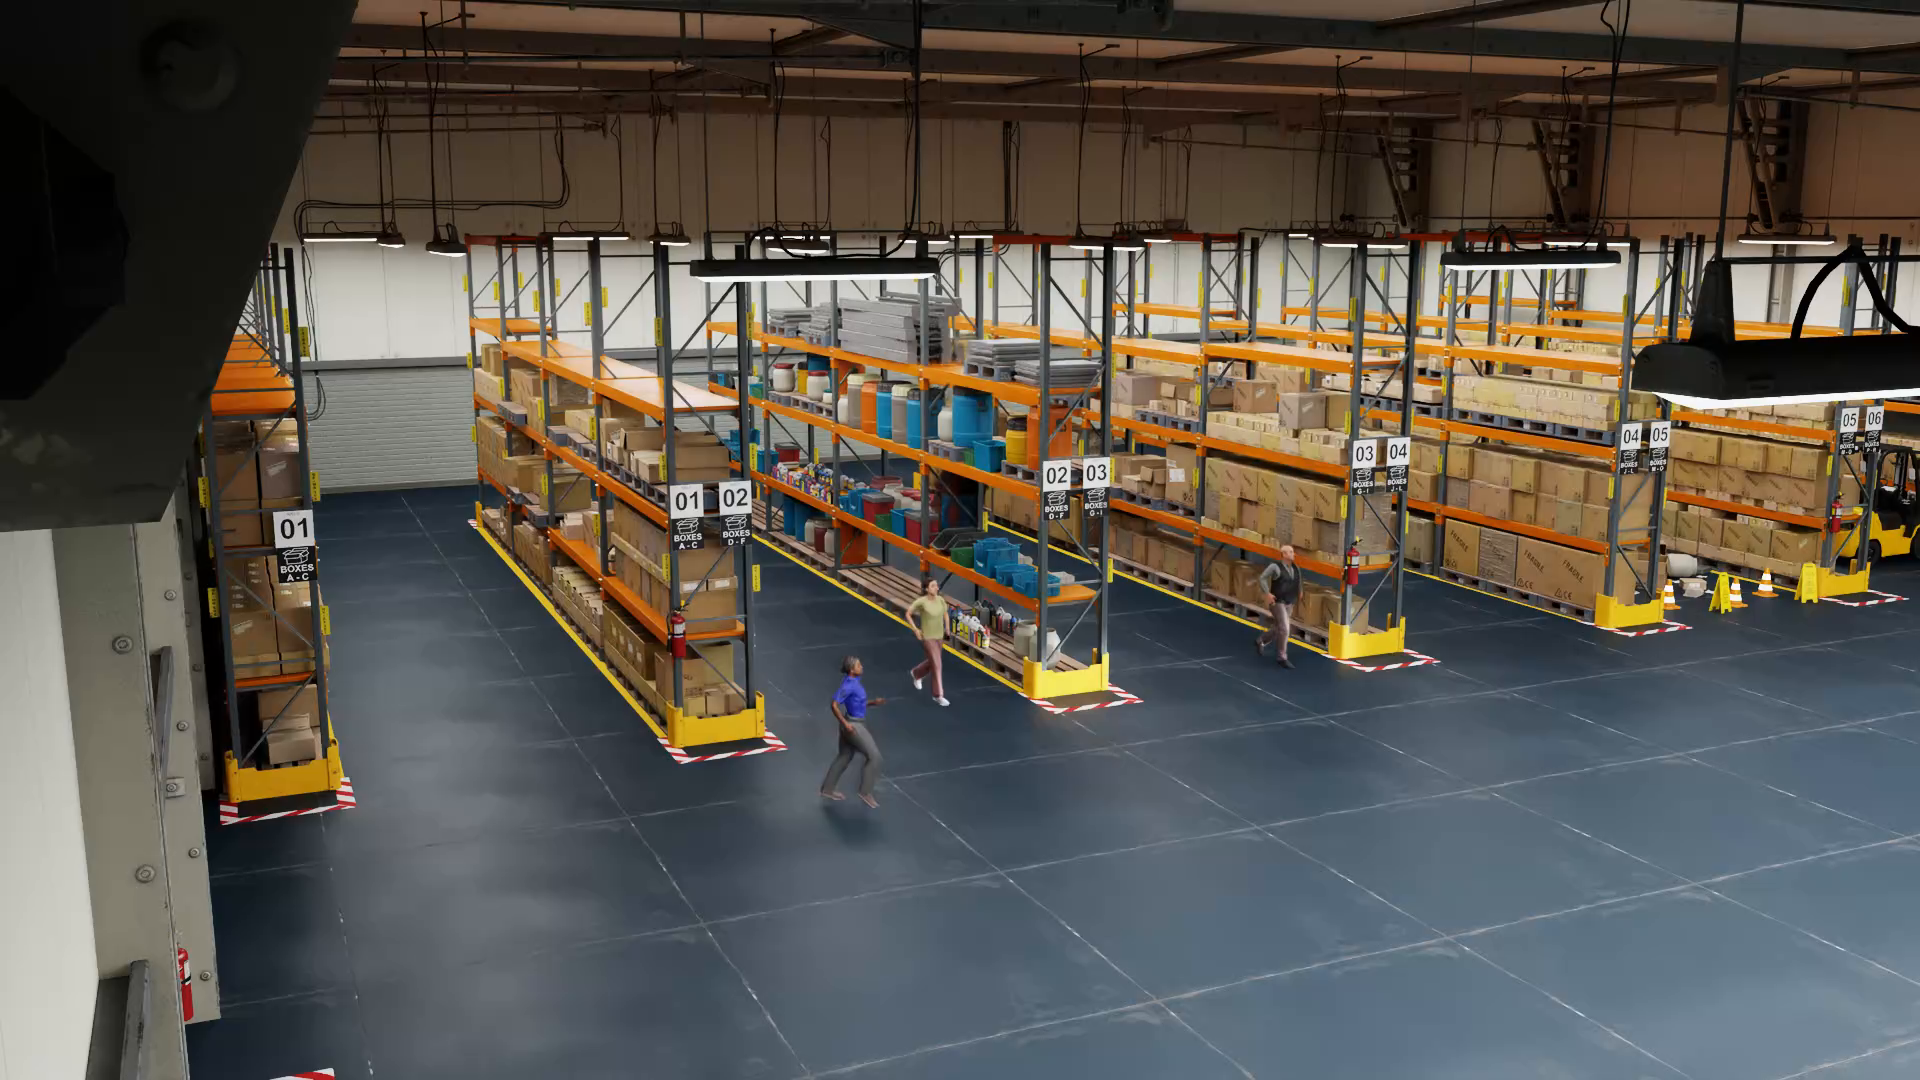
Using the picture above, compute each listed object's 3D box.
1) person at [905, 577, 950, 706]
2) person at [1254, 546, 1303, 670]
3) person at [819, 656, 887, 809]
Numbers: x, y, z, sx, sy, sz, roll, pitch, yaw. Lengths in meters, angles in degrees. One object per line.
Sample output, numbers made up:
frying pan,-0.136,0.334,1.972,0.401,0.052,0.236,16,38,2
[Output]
person,-0.413,1.305,22.040,0.590,1.661,0.862,-9,14,-39
person,4.633,0.928,23.912,0.672,1.714,0.812,-9,14,-37
person,-1.162,2.099,18.034,0.753,1.706,0.543,-2,11,-11
